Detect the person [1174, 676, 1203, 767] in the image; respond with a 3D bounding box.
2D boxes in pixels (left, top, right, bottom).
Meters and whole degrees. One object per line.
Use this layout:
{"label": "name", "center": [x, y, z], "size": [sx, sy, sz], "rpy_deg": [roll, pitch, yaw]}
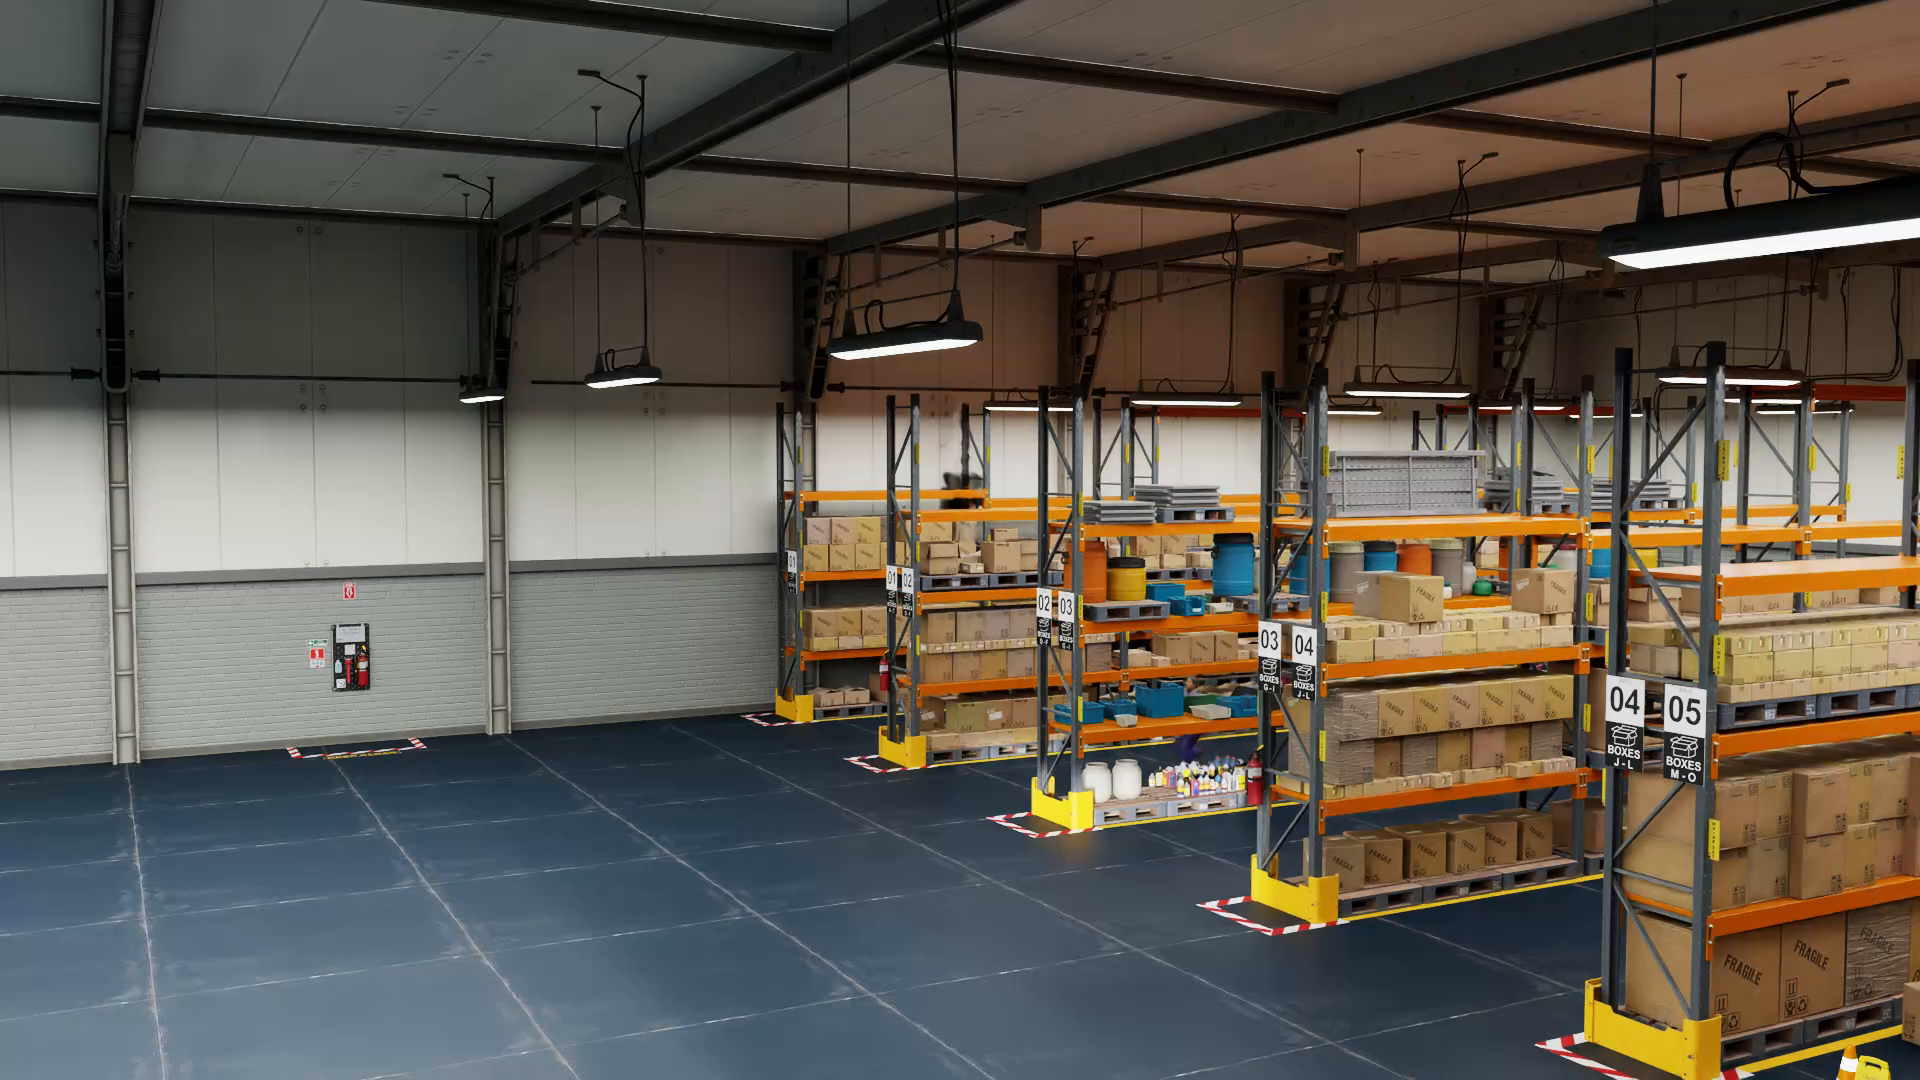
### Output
{"label": "person", "center": [3.625, 2.926, 25.863], "size": [0.575, 1.588, 0.614], "rpy_deg": [-2, 4, -34]}
